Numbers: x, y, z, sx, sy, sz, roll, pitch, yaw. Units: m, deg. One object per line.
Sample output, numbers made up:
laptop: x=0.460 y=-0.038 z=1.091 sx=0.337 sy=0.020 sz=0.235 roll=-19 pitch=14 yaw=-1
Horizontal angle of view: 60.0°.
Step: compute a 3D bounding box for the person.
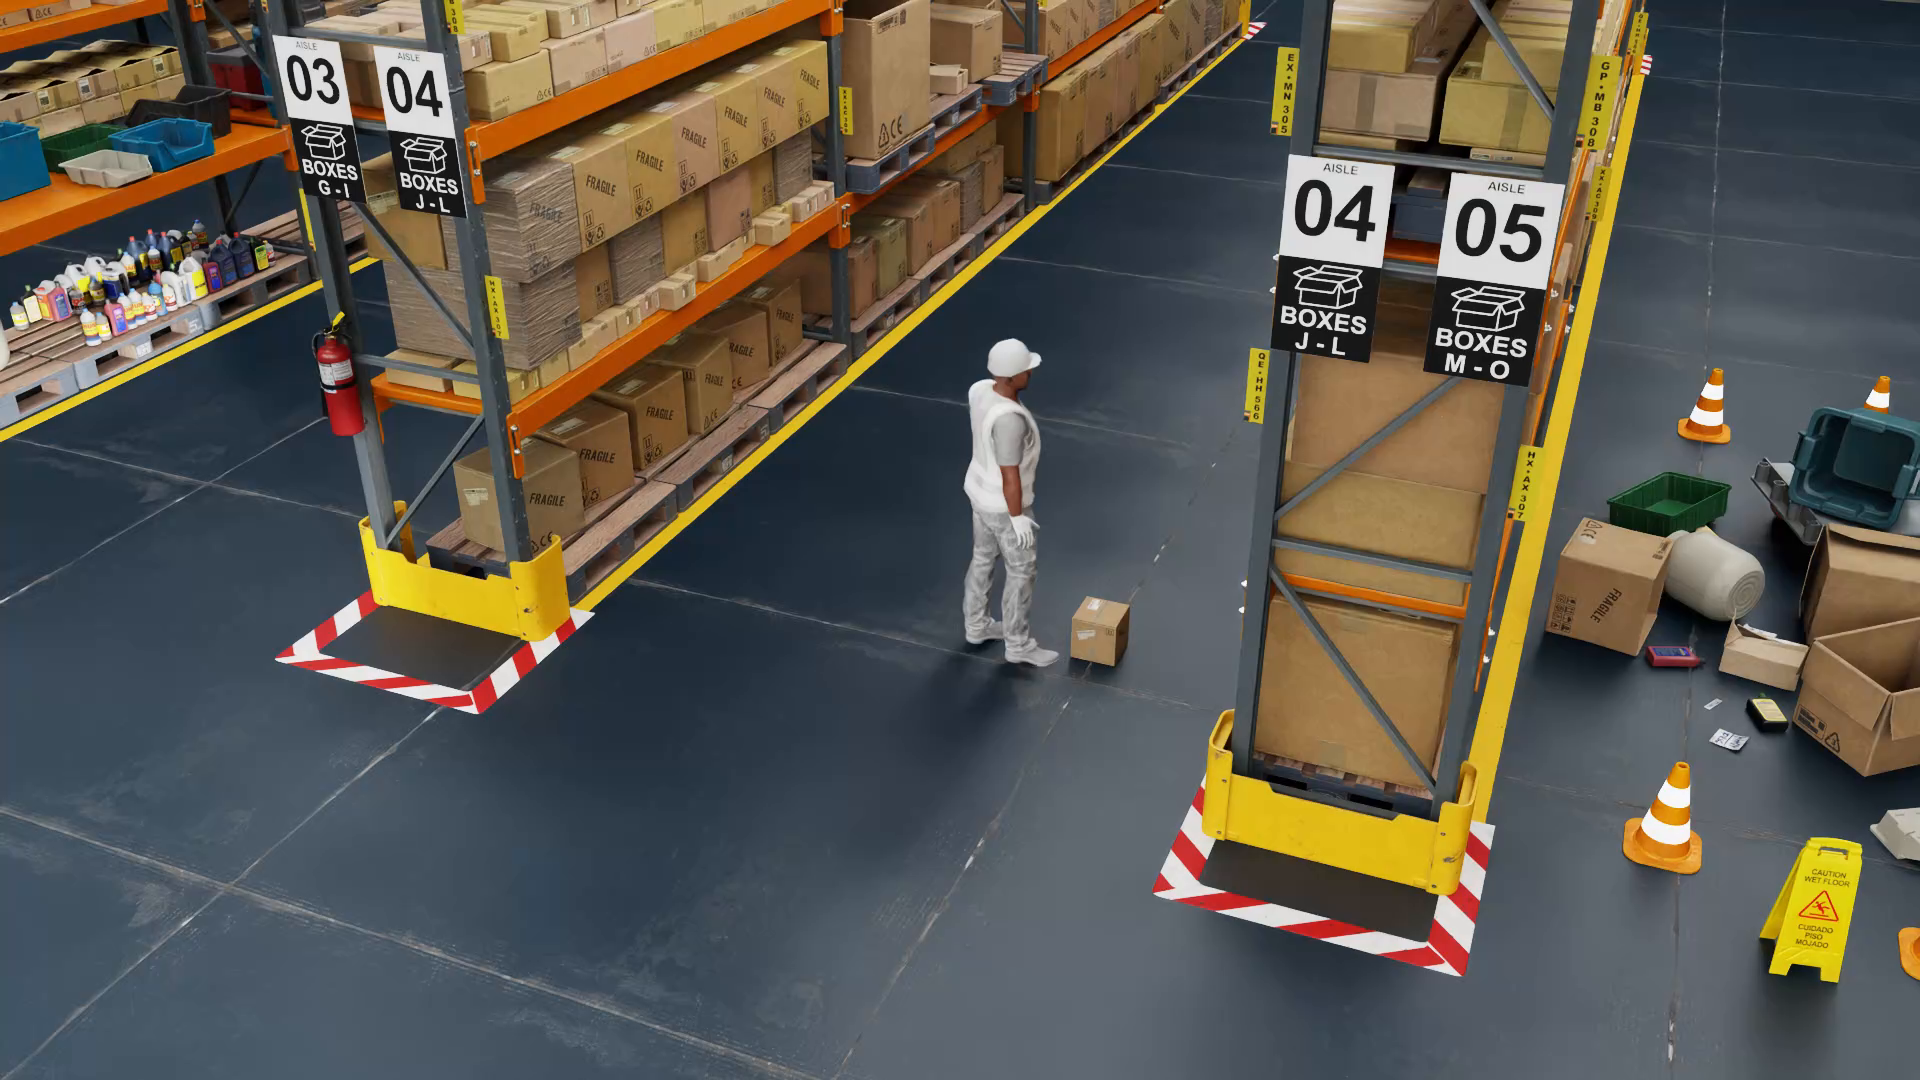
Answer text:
person: x=0.251 y=-0.218 z=8.775 sx=0.438 sy=1.810 sz=0.650 roll=-10 pitch=31 yaw=-17
